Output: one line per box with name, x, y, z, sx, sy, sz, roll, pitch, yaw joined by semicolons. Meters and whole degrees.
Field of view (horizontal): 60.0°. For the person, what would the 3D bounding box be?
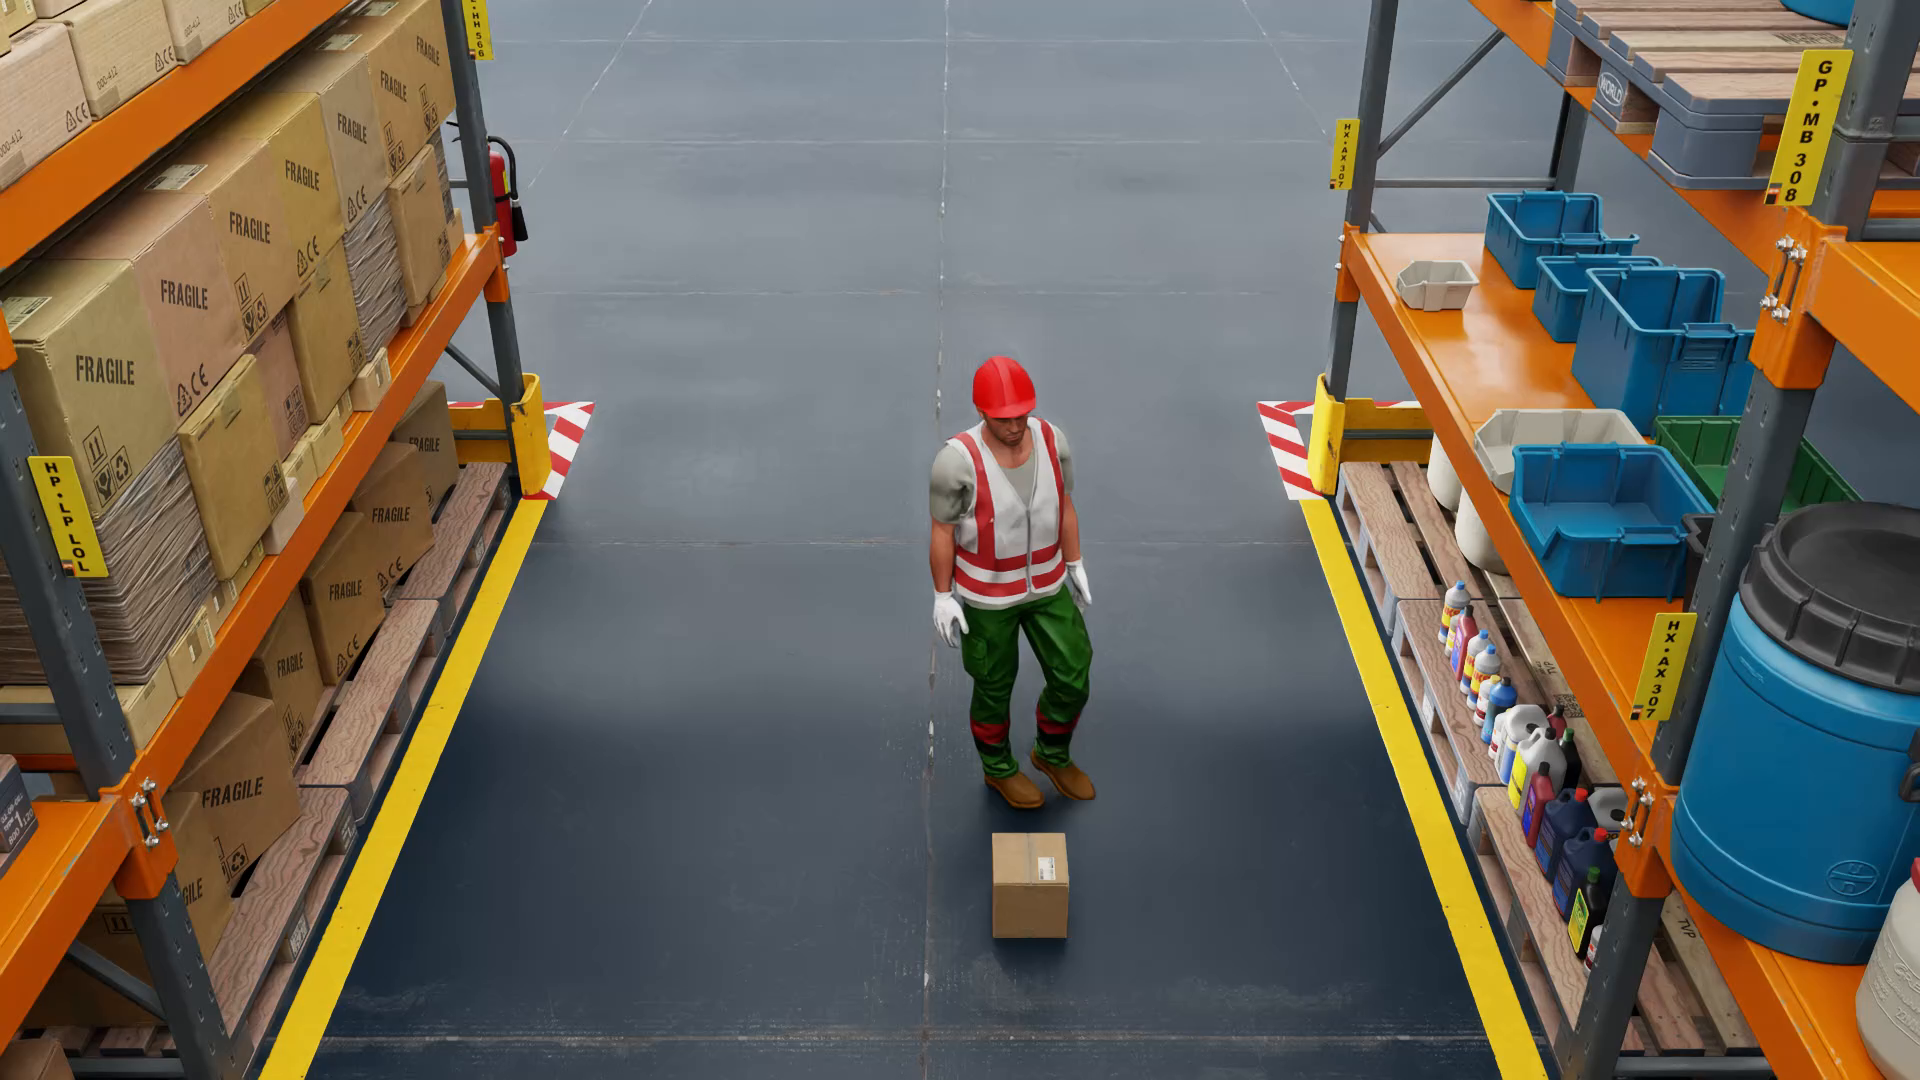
person;0.202;0.203;5.793;0.576;1.815;0.423;-15;34;-22
